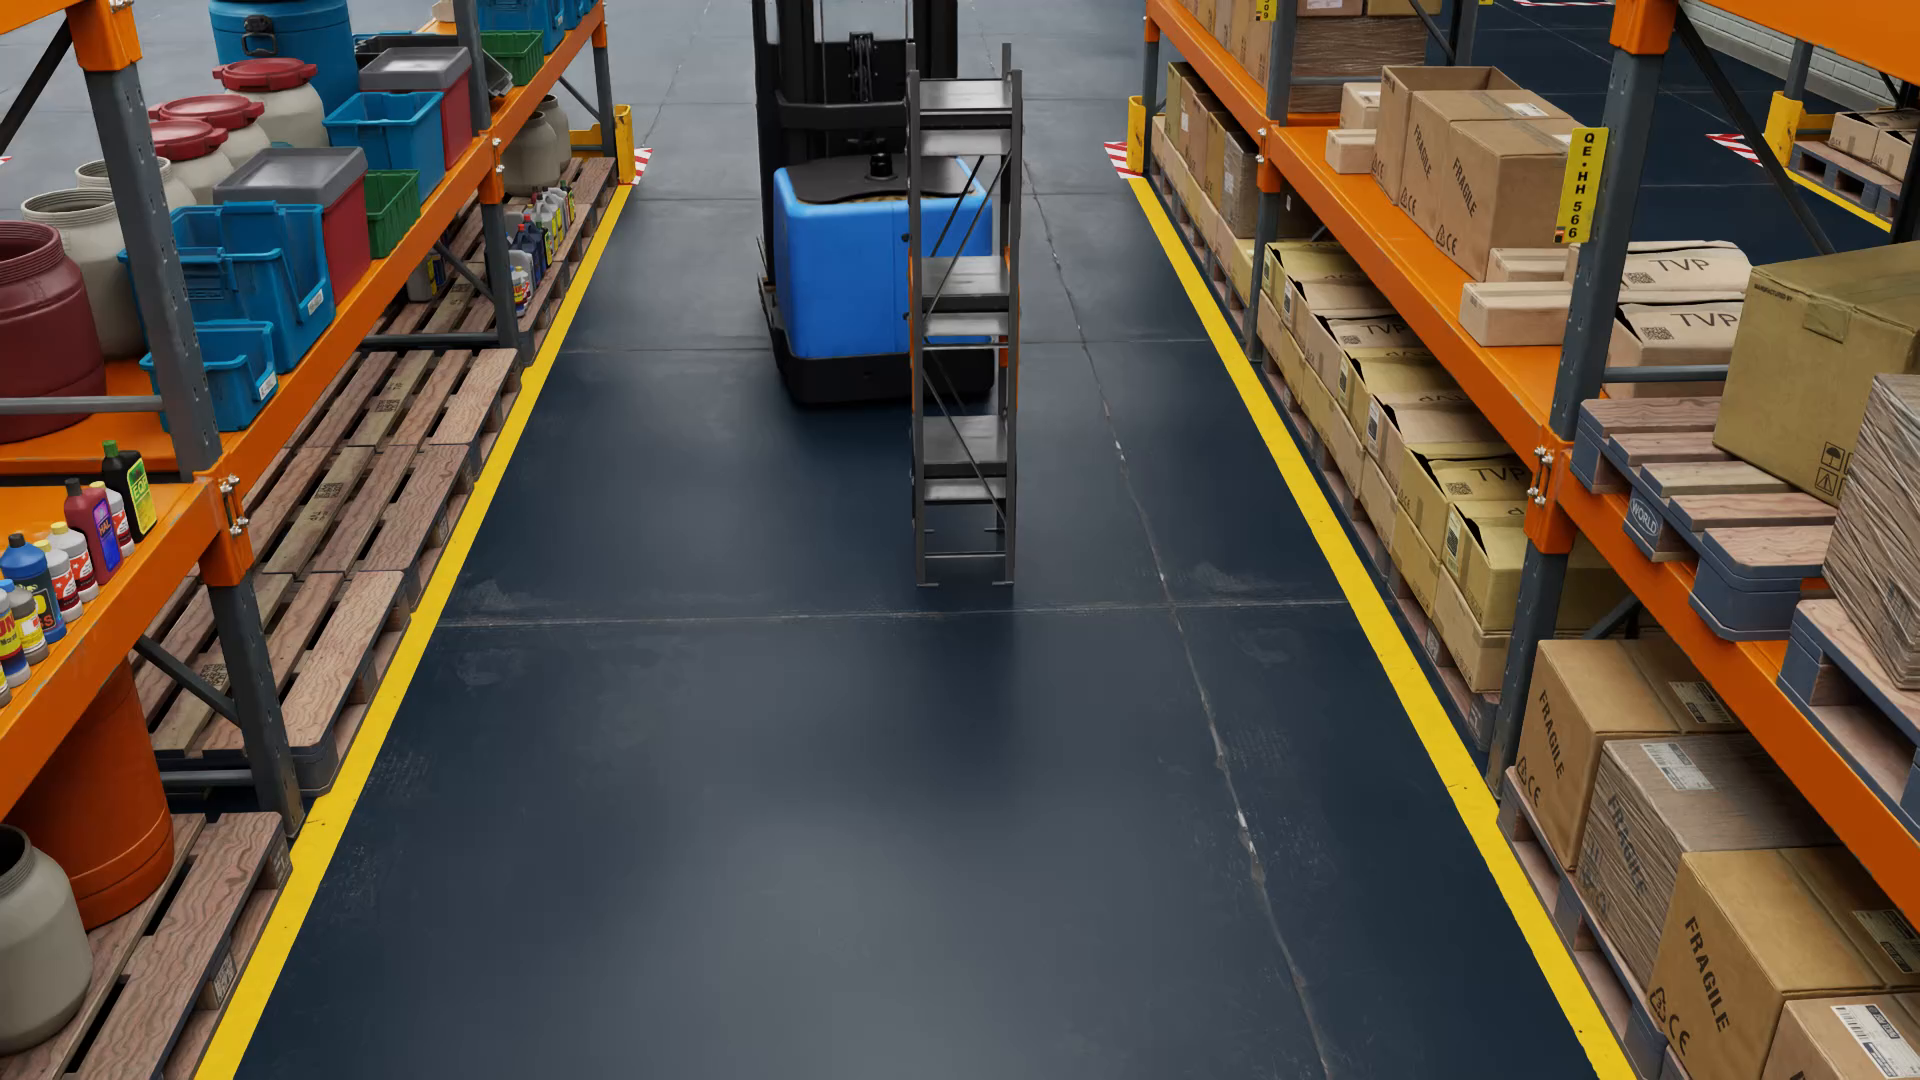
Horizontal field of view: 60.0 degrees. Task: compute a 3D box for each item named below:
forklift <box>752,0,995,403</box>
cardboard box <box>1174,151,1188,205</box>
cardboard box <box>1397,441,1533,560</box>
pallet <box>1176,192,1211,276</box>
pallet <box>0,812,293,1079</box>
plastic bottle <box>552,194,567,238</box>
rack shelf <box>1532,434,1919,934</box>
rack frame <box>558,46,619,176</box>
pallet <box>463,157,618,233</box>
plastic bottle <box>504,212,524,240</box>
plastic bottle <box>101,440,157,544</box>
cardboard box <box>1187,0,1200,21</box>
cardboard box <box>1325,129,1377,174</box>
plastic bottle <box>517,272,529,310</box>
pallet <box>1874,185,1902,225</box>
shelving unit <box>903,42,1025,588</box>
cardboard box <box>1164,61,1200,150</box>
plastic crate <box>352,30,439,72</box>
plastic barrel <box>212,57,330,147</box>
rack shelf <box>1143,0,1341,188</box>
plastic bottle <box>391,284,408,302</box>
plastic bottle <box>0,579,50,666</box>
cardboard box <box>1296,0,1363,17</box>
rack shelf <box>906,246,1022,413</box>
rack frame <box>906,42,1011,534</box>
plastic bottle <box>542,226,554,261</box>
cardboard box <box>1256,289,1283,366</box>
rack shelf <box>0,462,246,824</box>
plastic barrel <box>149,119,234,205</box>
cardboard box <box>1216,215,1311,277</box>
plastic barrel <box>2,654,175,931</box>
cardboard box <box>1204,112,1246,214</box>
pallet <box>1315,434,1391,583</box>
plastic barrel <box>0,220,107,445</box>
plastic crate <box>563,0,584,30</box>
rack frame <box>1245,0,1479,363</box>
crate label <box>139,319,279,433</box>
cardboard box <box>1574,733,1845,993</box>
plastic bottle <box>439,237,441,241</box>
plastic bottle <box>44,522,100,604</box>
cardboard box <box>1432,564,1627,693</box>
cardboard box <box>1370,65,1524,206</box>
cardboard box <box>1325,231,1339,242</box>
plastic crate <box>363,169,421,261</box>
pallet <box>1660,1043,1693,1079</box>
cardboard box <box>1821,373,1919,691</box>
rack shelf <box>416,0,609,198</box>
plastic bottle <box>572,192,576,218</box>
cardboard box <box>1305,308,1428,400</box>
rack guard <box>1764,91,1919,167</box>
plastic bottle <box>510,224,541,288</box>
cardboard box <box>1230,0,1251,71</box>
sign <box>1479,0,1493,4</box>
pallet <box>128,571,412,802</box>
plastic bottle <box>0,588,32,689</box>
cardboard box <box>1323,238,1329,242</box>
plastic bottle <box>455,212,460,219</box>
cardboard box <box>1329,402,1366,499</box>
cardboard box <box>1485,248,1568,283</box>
[{"bbox_3d":[-0.601,-2.652,9.166,1.130,2.935,3.031,-5,28,-9],"label":"forklift"},{"bbox_3d":[1.734,-2.438,11.199,0.500,0.250,0.500,-1,28,-3],"label":"cardboard box"},{"bbox_3d":[1.984,-0.182,6.269,0.500,0.311,0.500,-2,28,-3],"label":"cardboard box"},{"bbox_3d":[2.015,-2.035,10.923,1.003,0.211,1.213,-1,28,-3],"label":"pallet"},{"bbox_3d":[-2.573,1.227,4.670,1.003,0.211,1.213,-1,28,-3],"label":"pallet"},{"bbox_3d":[-2.547,-2.036,10.380,0.152,0.276,0.135,-2,28,-4],"label":"plastic bottle"},{"bbox_3d":[2.395,0.752,3.343,1.077,0.370,4.000,-1,28,-3],"label":"rack shelf"},{"bbox_3d":[-3.074,-4.067,11.805,1.000,3.000,0.127,-1,28,-3],"label":"rack frame"},{"bbox_3d":[-2.986,-2.422,11.665,1.003,0.211,1.213,-1,28,-3],"label":"pallet"},{"bbox_3d":[-2.671,-1.859,10.040,0.152,0.276,0.135,-1,28,-3],"label":"plastic bottle"},{"bbox_3d":[-2.209,-0.145,4.410,0.061,0.283,0.133,-1,28,-3],"label":"plastic bottle"},{"bbox_3d":[1.917,-3.771,11.129,0.700,0.500,0.500,-1,28,-1],"label":"cardboard box"},{"bbox_3d":[1.924,-1.813,7.753,0.380,0.149,0.250,-1,28,-3],"label":"cardboard box"},{"bbox_3d":[-2.449,-1.379,9.201,0.097,0.201,0.097,0,28,0],"label":"plastic bottle"},{"bbox_3d":[6.891,-2.097,11.043,1.003,0.211,1.213,-1,28,-3],"label":"pallet"},{"bbox_3d":[0.009,-0.855,6.618,0.431,2.100,0.503,-1,28,-3],"label":"shelving unit"},{"bbox_3d":[1.707,-3.001,11.469,0.500,0.500,0.500,-1,28,-3],"label":"cardboard box"},{"bbox_3d":[-3.194,-2.659,9.265,0.499,0.251,0.616,-1,28,-3],"label":"plastic crate"},{"bbox_3d":[-3.034,-1.833,7.374,0.433,0.535,0.433,0,28,0],"label":"plastic barrel"},{"bbox_3d":[1.977,-2.943,10.426,1.077,0.370,4.000,-1,28,-3],"label":"rack shelf"},{"bbox_3d":[-3.186,-1.531,9.331,0.144,0.351,0.185,-2,28,-4],"label":"plastic bottle"},{"bbox_3d":[-2.194,0.187,3.863,0.097,0.201,0.097,0,28,0],"label":"plastic bottle"},{"bbox_3d":[1.854,-2.790,8.547,0.380,0.149,0.250,-1,28,-3],"label":"cardboard box"},{"bbox_3d":[0.009,-0.842,6.624,0.431,0.518,0.480,-1,28,-3],"label":"rack shelf"},{"bbox_3d":[-0.004,-0.967,6.834,0.400,2.100,0.015,-1,28,-3],"label":"rack frame"},{"bbox_3d":[-2.494,-1.776,9.961,0.097,0.201,0.097,0,28,0],"label":"plastic bottle"},{"bbox_3d":[1.855,-1.113,8.659,0.500,0.250,0.500,-2,28,-4],"label":"cardboard box"},{"bbox_3d":[-2.552,0.870,3.117,1.077,0.370,4.000,-1,28,-3],"label":"rack shelf"},{"bbox_3d":[-2.973,-1.295,6.342,0.433,0.535,0.433,0,28,0],"label":"plastic barrel"},{"bbox_3d":[1.823,-1.745,9.872,0.500,0.250,0.500,-1,28,-3],"label":"cardboard box"},{"bbox_3d":[-2.614,0.629,4.694,0.600,0.830,0.708,-1,28,-3],"label":"plastic barrel"},{"bbox_3d":[1.795,-2.309,10.141,0.500,0.500,0.500,-1,28,-3],"label":"cardboard box"},{"bbox_3d":[2.226,-0.198,7.401,1.003,0.211,1.213,-1,28,-3],"label":"pallet"},{"bbox_3d":[-2.983,-0.640,5.087,0.600,0.536,0.708,-1,28,-3],"label":"plastic barrel"},{"bbox_3d":[-2.721,-3.478,10.835,0.499,0.251,0.408,-1,28,-3],"label":"plastic crate"},{"bbox_3d":[2.082,-2.338,8.489,1.000,3.000,0.127,-1,28,-3],"label":"rack frame"},{"bbox_3d":[-2.304,-0.502,5.151,0.303,0.233,0.416,-1,28,-3],"label":"crate label"},{"bbox_3d":[2.062,0.881,4.544,0.500,0.500,0.500,-2,28,-5],"label":"cardboard box"},{"bbox_3d":[-3.112,-1.753,9.830,0.061,0.283,0.133,-1,28,-3],"label":"plastic bottle"},{"bbox_3d":[-2.209,0.052,4.122,0.097,0.201,0.097,0,28,0],"label":"plastic bottle"},{"bbox_3d":[2.020,0.305,5.941,0.500,0.250,0.500,-1,28,-1],"label":"cardboard box"},{"bbox_3d":[2.133,-1.784,7.319,0.500,0.500,0.500,1,28,1],"label":"cardboard box"},{"bbox_3d":[2.370,-1.859,9.280,0.500,0.500,0.500,-1,28,-3],"label":"cardboard box"},{"bbox_3d":[-2.492,-1.329,6.783,0.450,0.188,0.662,-1,28,-3],"label":"plastic crate"},{"bbox_3d":[2.353,1.653,3.852,1.003,0.211,1.213,-1,28,-3],"label":"pallet"},{"bbox_3d":[2.293,-0.006,3.456,0.700,0.500,0.500,4,28,7],"label":"cardboard box"},{"bbox_3d":[-2.969,-2.825,10.200,1.077,0.370,4.000,-1,28,-3],"label":"rack shelf"},{"bbox_3d":[-2.540,-2.184,10.744,0.097,0.201,0.097,0,28,0],"label":"plastic bottle"},{"bbox_3d":[1.904,-0.887,7.619,0.500,0.311,0.500,-2,28,-4],"label":"cardboard box"},{"bbox_3d":[6.824,-3.163,12.774,1.175,0.500,0.348,-1,28,-3],"label":"rack guard"},{"bbox_3d":[-2.493,-1.624,9.508,0.144,0.351,0.185,-1,28,-1],"label":"plastic bottle"},{"bbox_3d":[1.996,-3.062,9.770,0.700,0.500,0.500,-1,28,-2],"label":"cardboard box"},{"bbox_3d":[2.623,-2.834,8.274,0.100,0.325,0.005,-1,28,-3],"label":"sign"},{"bbox_3d":[-2.658,0.505,6.054,1.003,0.211,1.213,-1,28,-3],"label":"pallet"},{"bbox_3d":[-2.189,0.201,3.761,0.097,0.271,0.097,0,28,0],"label":"plastic bottle"},{"bbox_3d":[2.360,-1.527,9.453,0.500,0.250,0.500,-1,28,-3],"label":"cardboard box"},{"bbox_3d":[-3.290,-2.208,10.714,0.097,0.271,0.097,0,28,0],"label":"plastic bottle"},{"bbox_3d":[1.936,-0.403,7.298,0.500,0.250,0.500,-1,28,-2],"label":"cardboard box"},{"bbox_3d":[2.168,-0.967,6.132,0.380,0.149,0.250,1,28,1],"label":"cardboard box"}]
